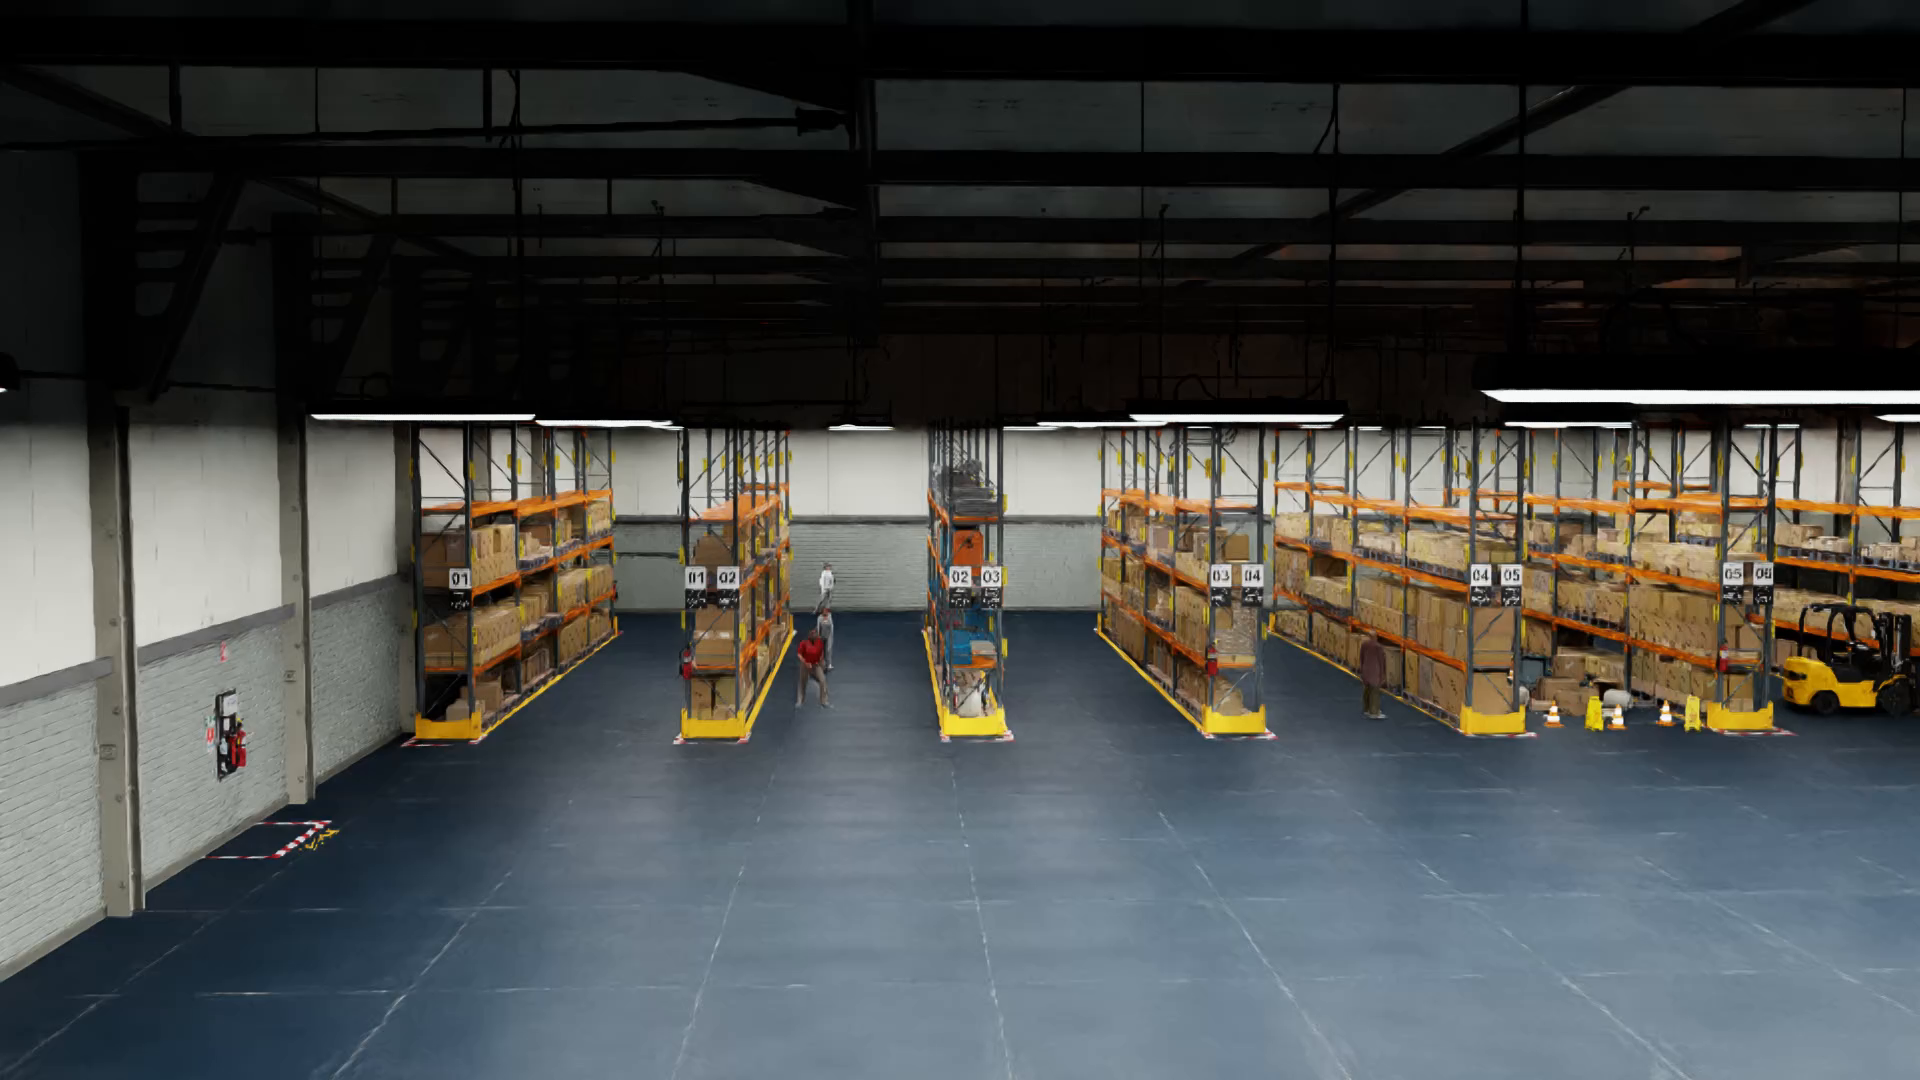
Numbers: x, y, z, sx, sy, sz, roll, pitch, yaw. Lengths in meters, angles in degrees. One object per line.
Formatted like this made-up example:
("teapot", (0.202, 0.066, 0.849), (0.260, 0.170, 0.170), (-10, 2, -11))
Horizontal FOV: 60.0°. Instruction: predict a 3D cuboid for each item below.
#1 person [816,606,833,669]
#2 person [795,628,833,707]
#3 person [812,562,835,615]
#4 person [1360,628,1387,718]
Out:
("person", (-3.261, 2.330, 40.126), (0.419, 1.514, 1.038), (0, 4, -5))
("person", (-3.067, 2.635, 34.485), (0.706, 1.666, 0.827), (-1, 4, -21))
("person", (-4.272, 1.516, 51.848), (0.499, 1.665, 0.671), (4, 5, 44))
("person", (8.289, 2.645, 33.267), (0.504, 1.788, 0.640), (-2, 4, -32))
